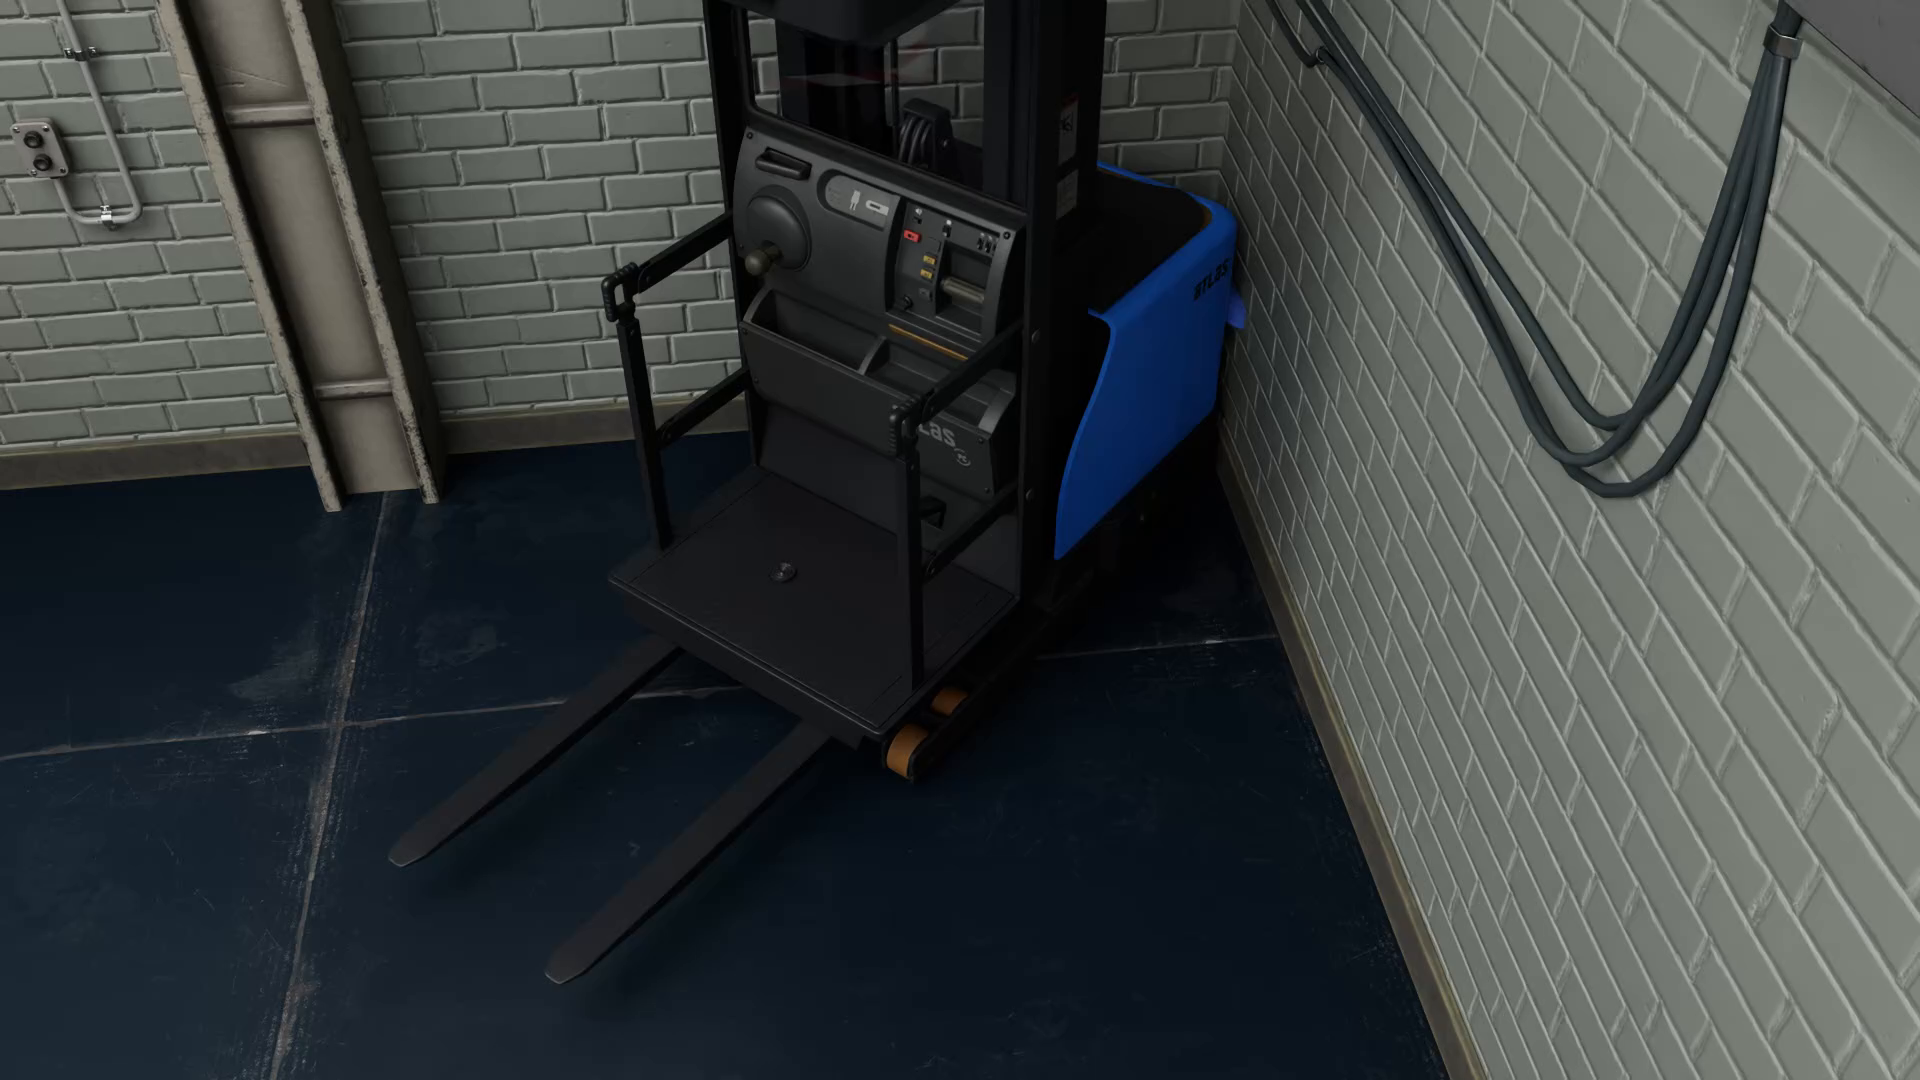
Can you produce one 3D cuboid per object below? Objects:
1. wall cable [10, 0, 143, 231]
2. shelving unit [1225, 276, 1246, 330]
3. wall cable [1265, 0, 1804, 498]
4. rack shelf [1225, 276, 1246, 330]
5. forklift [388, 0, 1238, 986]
[{"bbox_3d":[-3.478,-1.640,4.570,1.851,1.984,0.084,-5,42,-6],"label":"wall cable"},{"bbox_3d":[0.839,-1.128,5.795,1.048,1.500,0.538,29,52,27],"label":"shelving unit"},{"bbox_3d":[1.030,-1.852,3.403,0.112,2.526,3.097,-5,42,-6],"label":"wall cable"},{"bbox_3d":[0.840,-1.000,5.922,1.000,0.185,0.538,29,52,27],"label":"rack shelf"},{"bbox_3d":[-0.373,-0.751,4.395,1.130,2.935,3.031,26,48,26],"label":"forklift"}]
